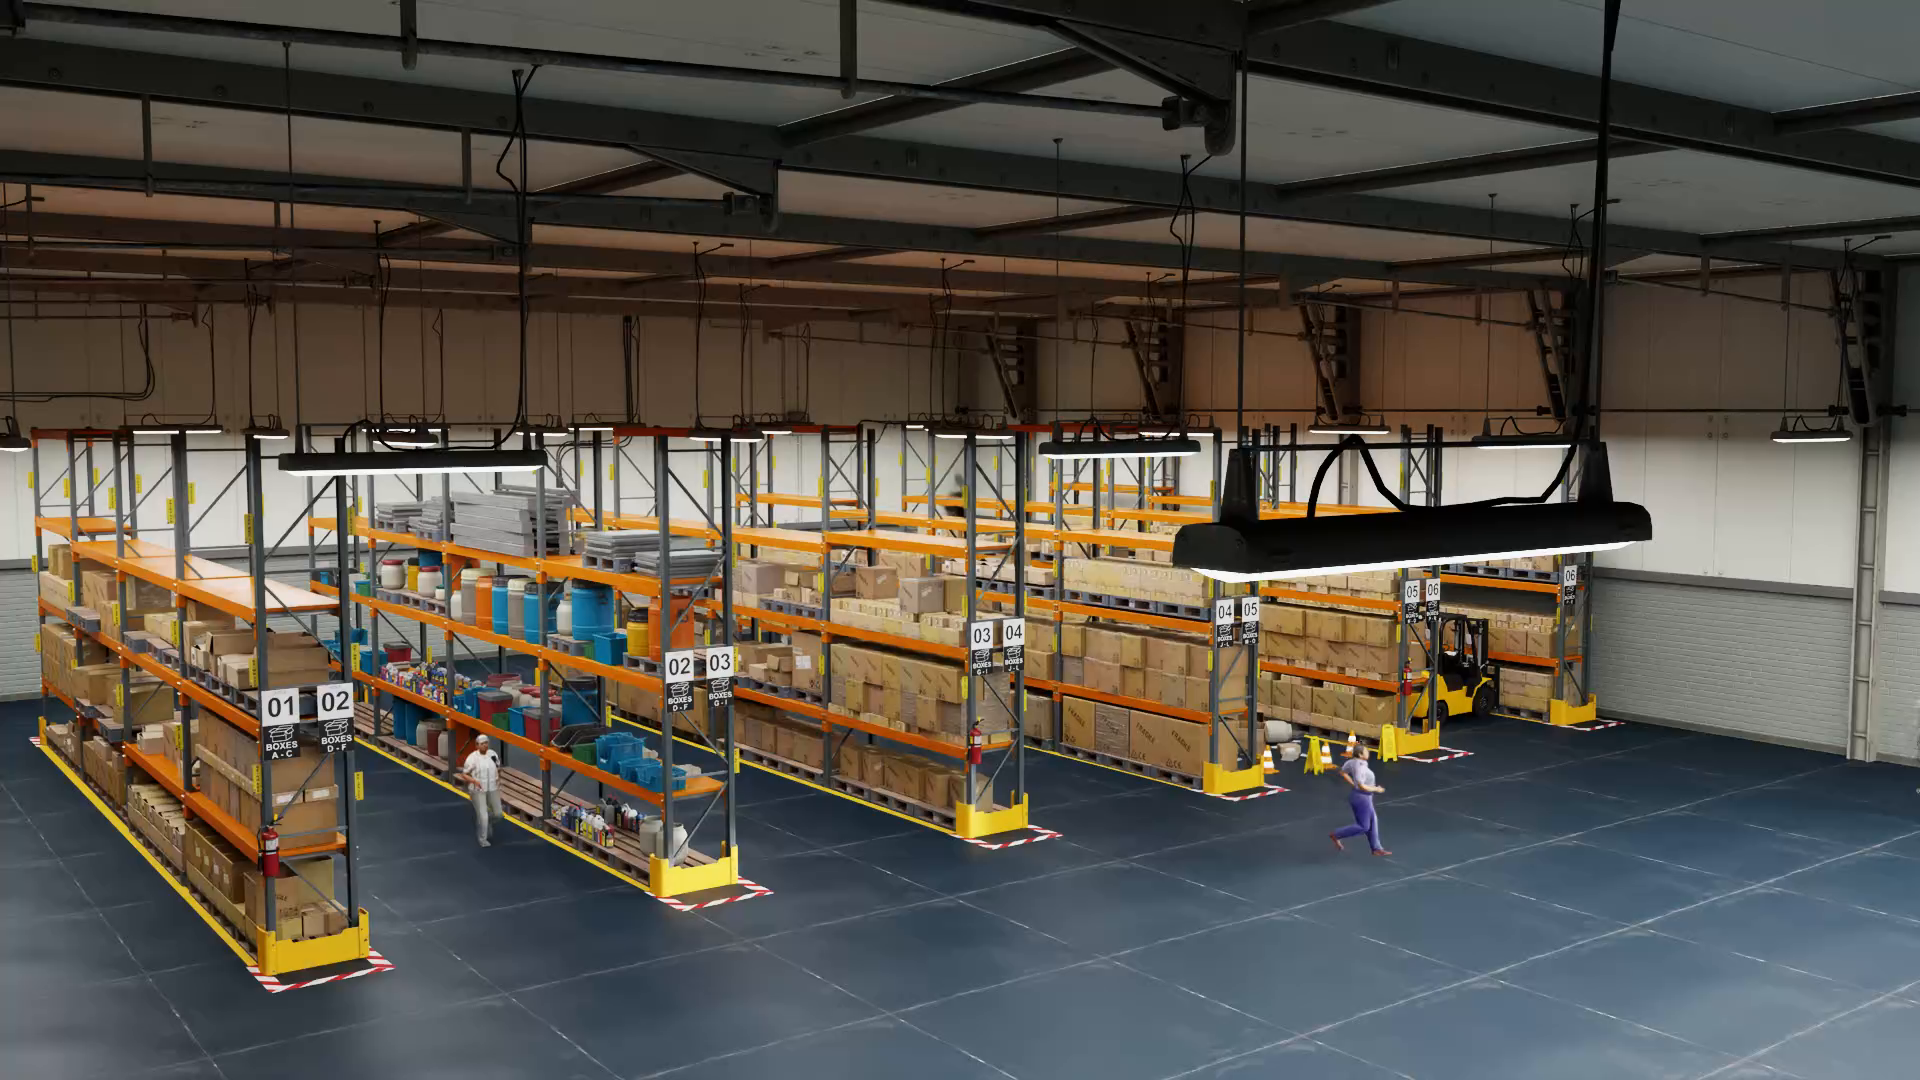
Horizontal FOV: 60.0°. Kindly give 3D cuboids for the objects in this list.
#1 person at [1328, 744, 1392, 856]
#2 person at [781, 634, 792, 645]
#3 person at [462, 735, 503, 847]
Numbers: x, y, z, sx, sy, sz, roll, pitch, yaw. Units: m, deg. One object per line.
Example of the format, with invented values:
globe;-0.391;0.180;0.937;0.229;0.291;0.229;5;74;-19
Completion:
person;5.661;3.677;23.493;0.932;1.614;0.621;0;4;1
person;-4.355;2.154;42.671;0.935;1.702;0.718;-3;6;-36
person;-6.892;3.634;24.117;0.602;1.606;0.548;-3;6;-37
